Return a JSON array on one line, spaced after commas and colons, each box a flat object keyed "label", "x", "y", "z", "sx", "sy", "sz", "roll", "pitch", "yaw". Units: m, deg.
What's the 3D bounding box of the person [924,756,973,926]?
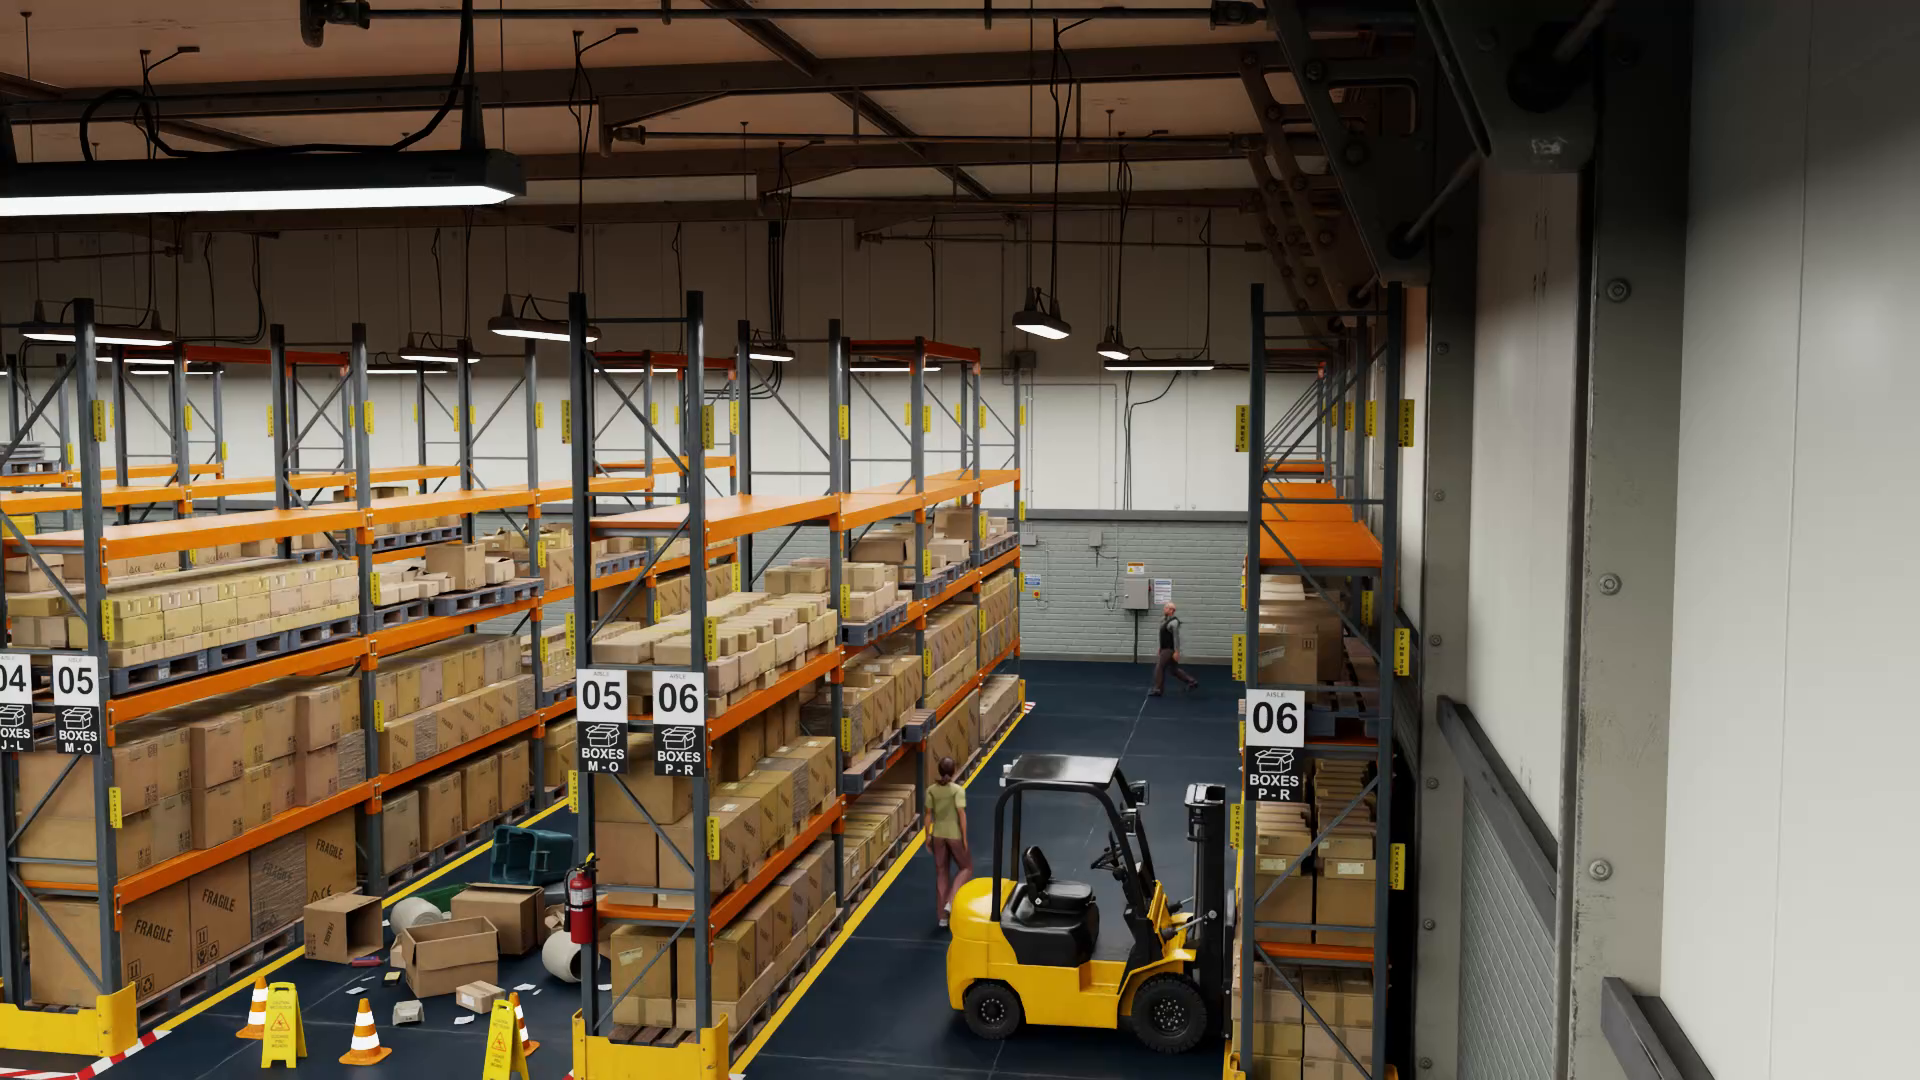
[{"label": "person", "x": -0.125, "y": 2.997, "z": 16.563, "sx": 0.503, "sy": 1.660, "sz": 0.471, "roll": 2, "pitch": 5, "yaw": 19}]

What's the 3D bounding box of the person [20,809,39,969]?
[{"label": "person", "x": -8.559, "y": 3.047, "z": 15.505, "sx": 0.608, "sy": 1.803, "sz": 0.732, "roll": -1, "pitch": 5, "yaw": -7}]

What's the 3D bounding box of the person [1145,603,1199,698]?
[{"label": "person", "x": 3.764, "y": 1.946, "z": 29.503, "sx": 0.964, "sy": 1.689, "sz": 0.534, "roll": 0, "pitch": 5, "yaw": 4}]
